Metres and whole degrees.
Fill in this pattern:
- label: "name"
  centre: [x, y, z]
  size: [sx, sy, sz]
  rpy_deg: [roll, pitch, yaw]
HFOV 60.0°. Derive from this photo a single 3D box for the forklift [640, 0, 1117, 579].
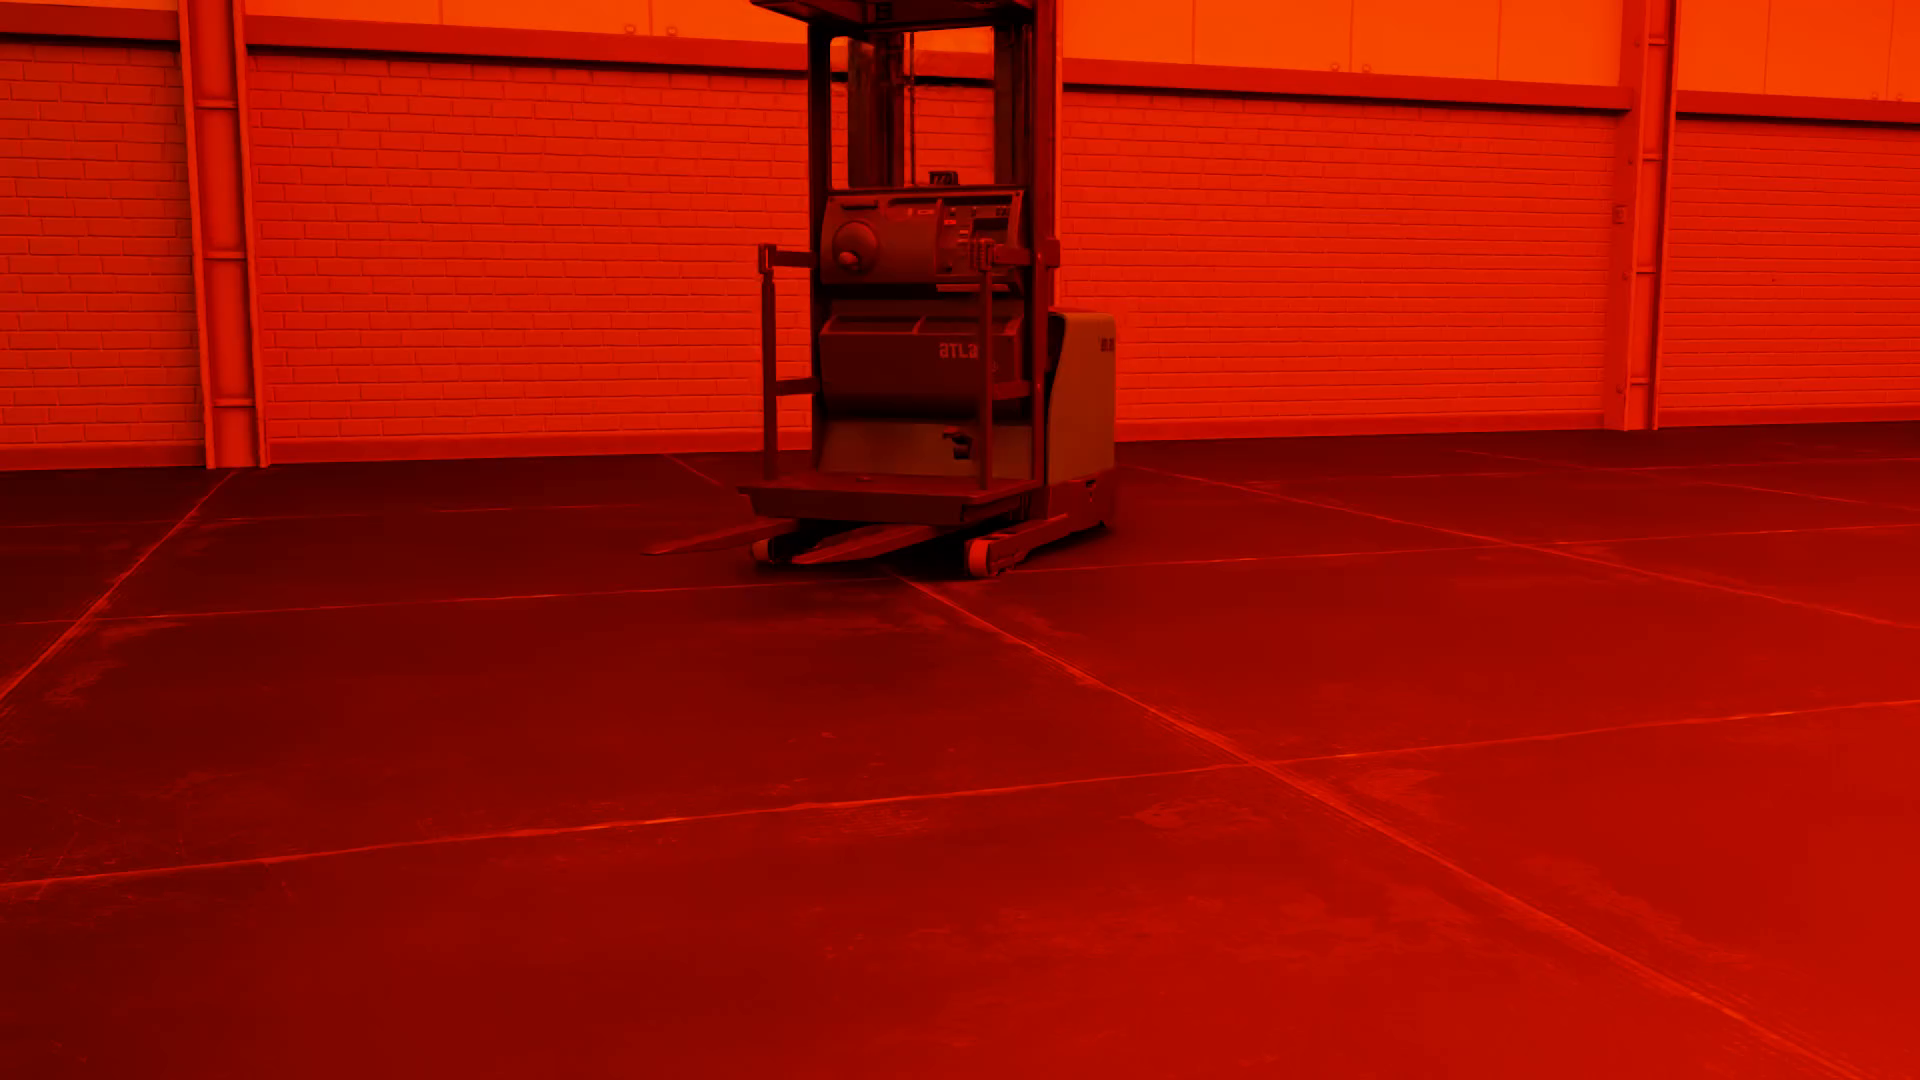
- label: "forklift"
  centre: [-0.252, -1.357, 7.022]
  size: [1.130, 2.935, 3.031]
  rpy_deg: [3, 8, 22]
